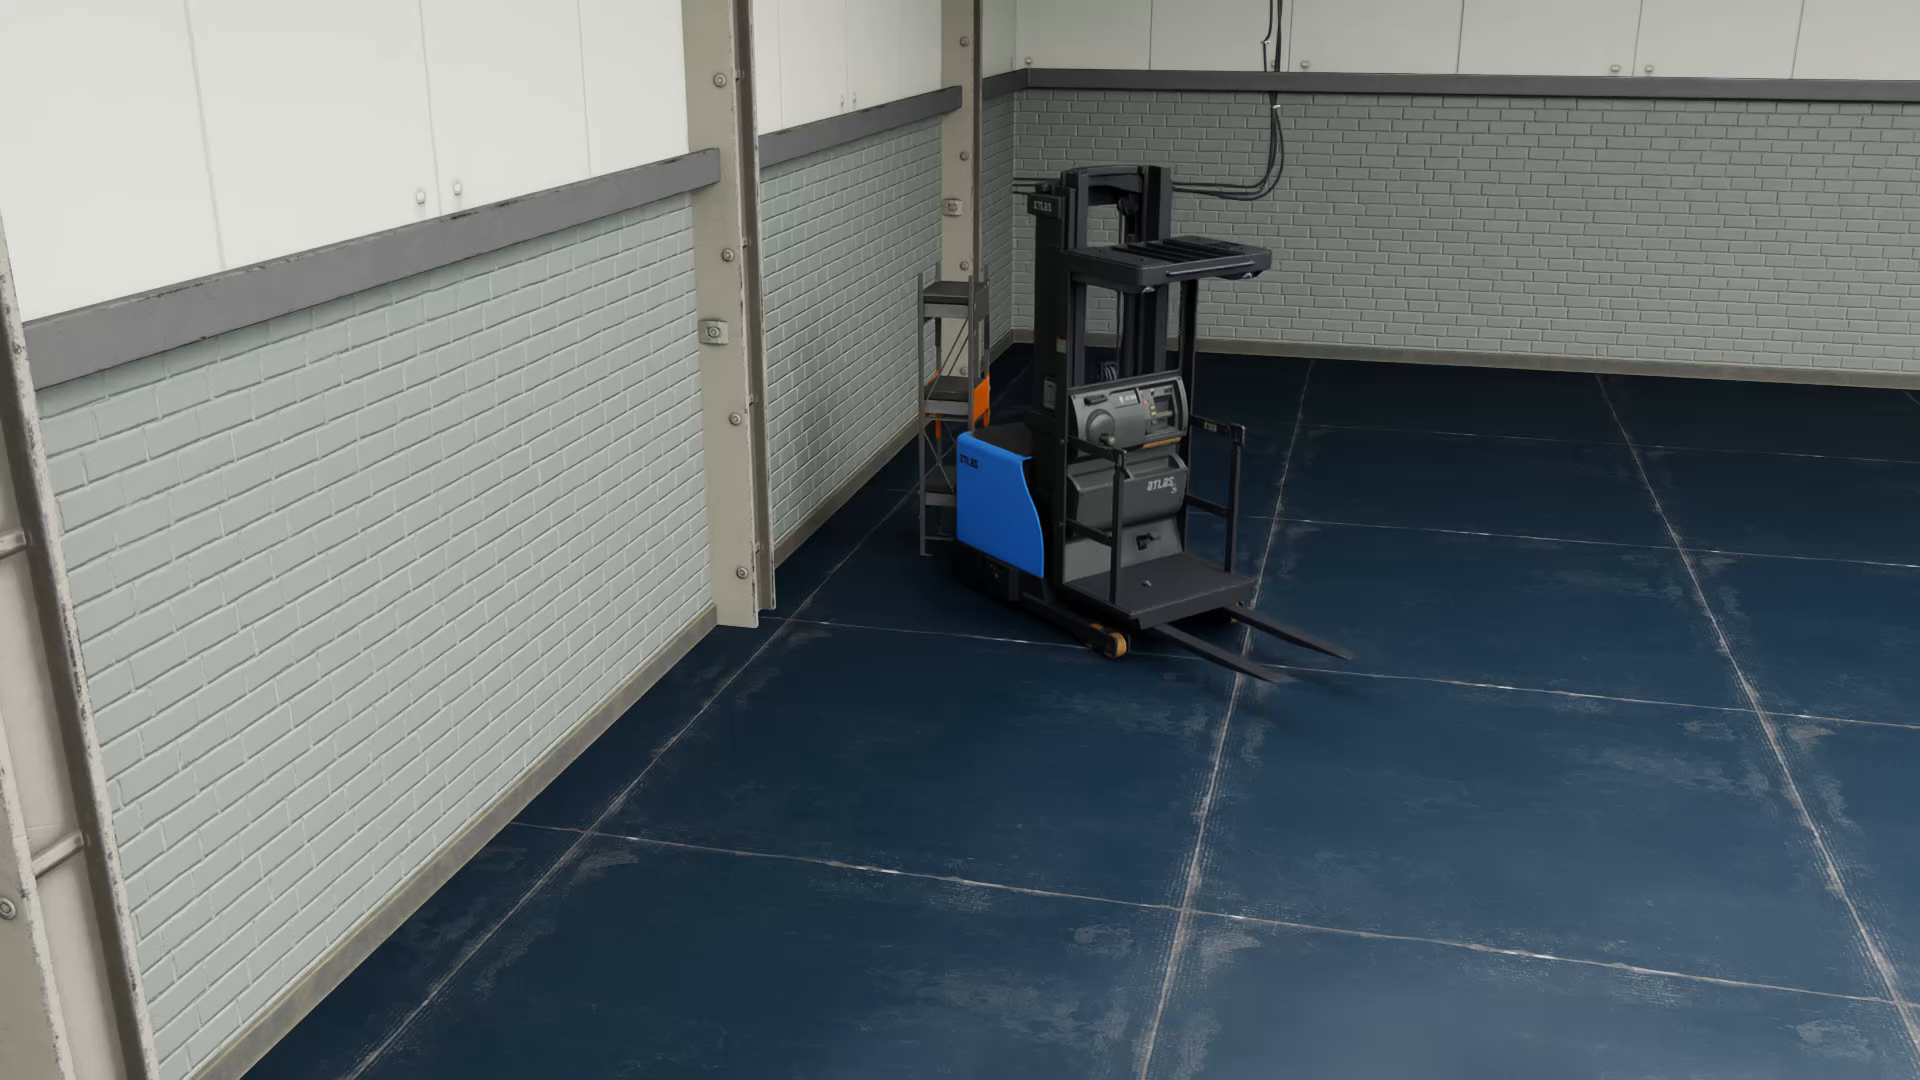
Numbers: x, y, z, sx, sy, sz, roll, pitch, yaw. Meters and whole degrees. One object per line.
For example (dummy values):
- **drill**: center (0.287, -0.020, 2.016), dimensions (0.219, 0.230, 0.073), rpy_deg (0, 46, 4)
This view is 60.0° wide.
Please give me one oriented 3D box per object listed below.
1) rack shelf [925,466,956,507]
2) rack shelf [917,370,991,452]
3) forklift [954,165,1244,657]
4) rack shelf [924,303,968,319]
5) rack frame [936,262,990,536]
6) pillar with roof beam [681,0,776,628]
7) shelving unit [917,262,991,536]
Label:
- **rack shelf**: center (-0.040, -0.396, 12.383), dimensions (0.368, 0.174, 0.457), rpy_deg (5, 19, 13)
- **rack shelf**: center (-0.040, -0.929, 12.201), dimensions (0.431, 0.518, 0.480), rpy_deg (5, 19, 13)
- **forklift**: center (1.219, -0.816, 10.541), dimensions (1.130, 2.935, 3.031), rpy_deg (-13, 23, -33)
- **rack shelf**: center (-0.040, -1.686, 11.942), dimensions (0.332, 0.100, 0.442), rpy_deg (5, 19, 13)
- **rack frame**: center (0.019, -1.018, 12.420), dimensions (0.400, 2.100, 0.015), rpy_deg (5, 19, 13)
- **pillar with roof beam**: center (2.724, -3.411, 8.752), dimensions (9.100, 9.000, 0.400), rpy_deg (5, 19, 13)
- **shelving unit**: center (-0.039, -0.944, 12.202), dimensions (0.431, 2.100, 0.492), rpy_deg (5, 19, 13)
